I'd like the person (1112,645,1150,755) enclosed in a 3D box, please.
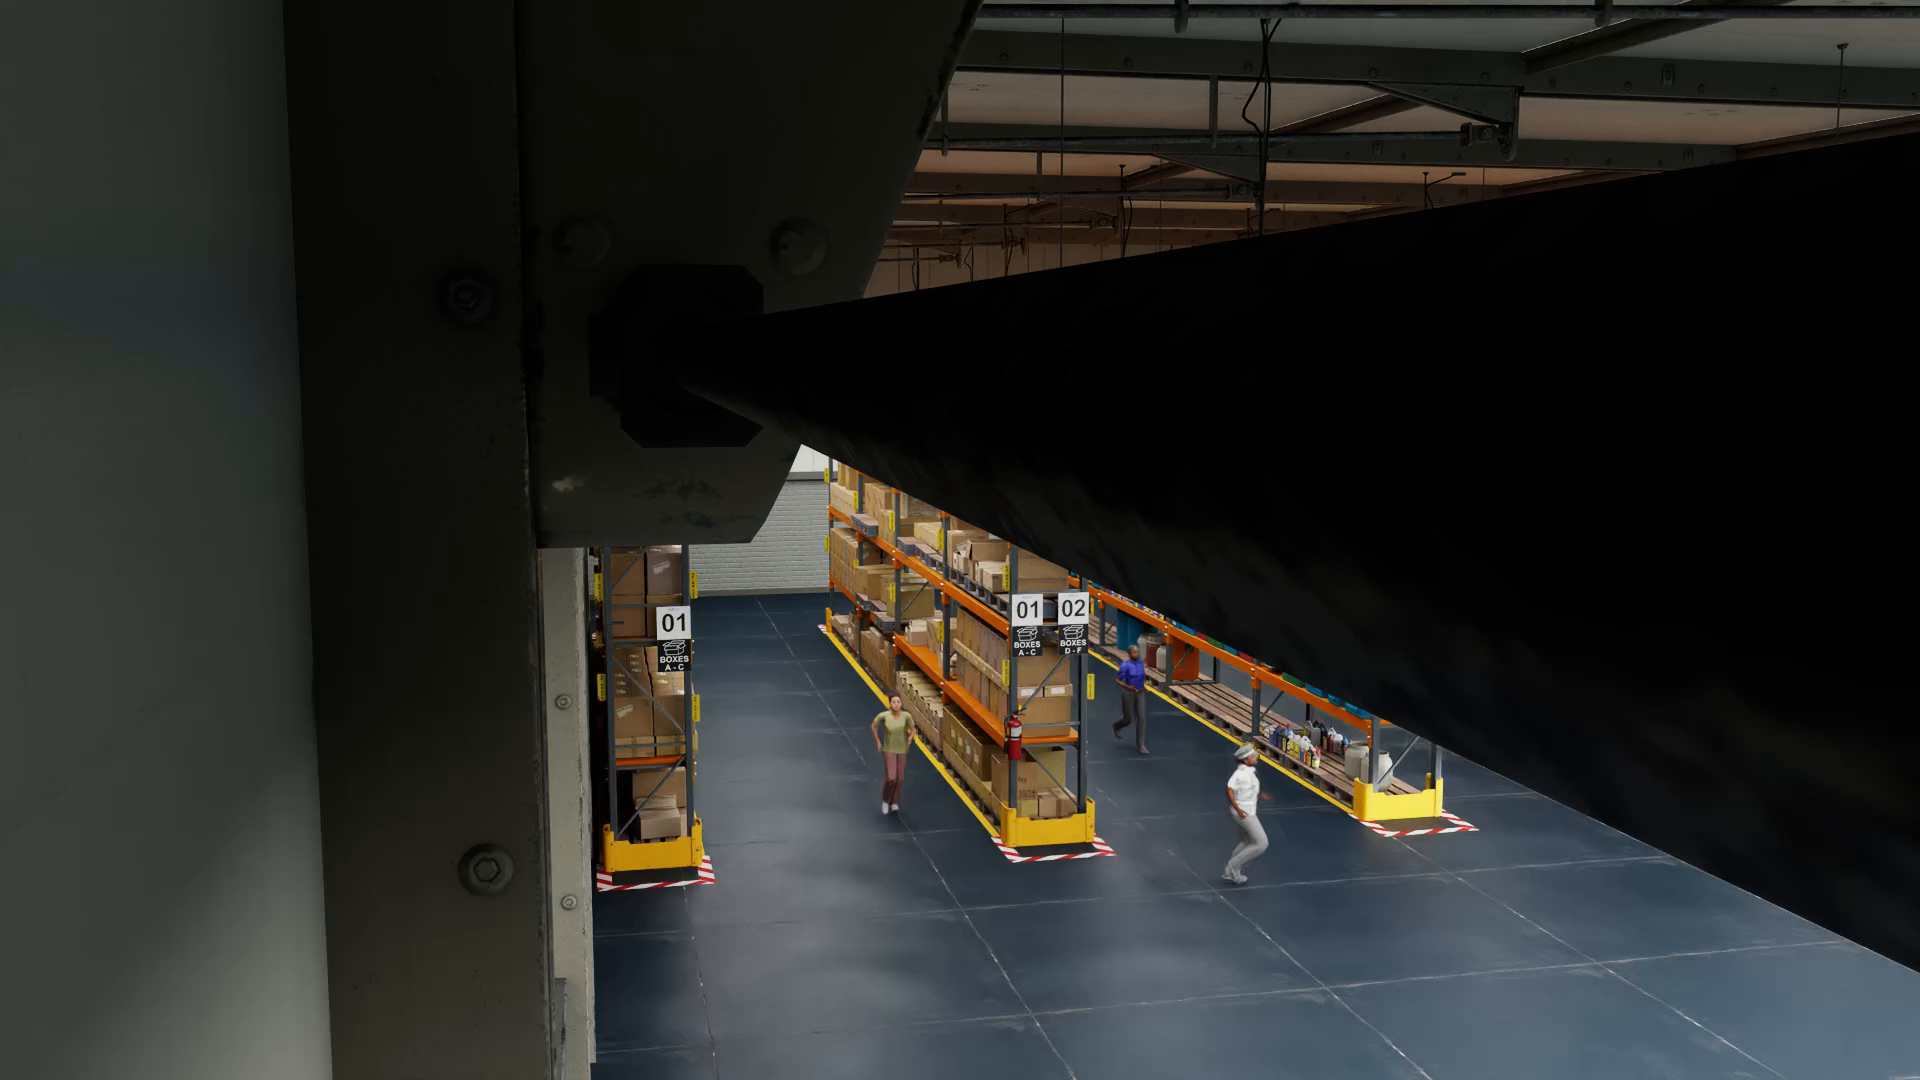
[{"bbox_3d":[2.676,2.442,25.855,0.587,1.655,0.902,-3,7,-25],"label":"person"}]

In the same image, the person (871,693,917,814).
[{"bbox_3d":[-0.857,2.856,22.278,0.581,1.647,0.623,-2,7,-15],"label":"person"}]

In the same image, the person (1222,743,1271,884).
[{"bbox_3d":[3.351,3.192,19.415,0.546,1.670,0.604,2,7,15],"label":"person"}]
